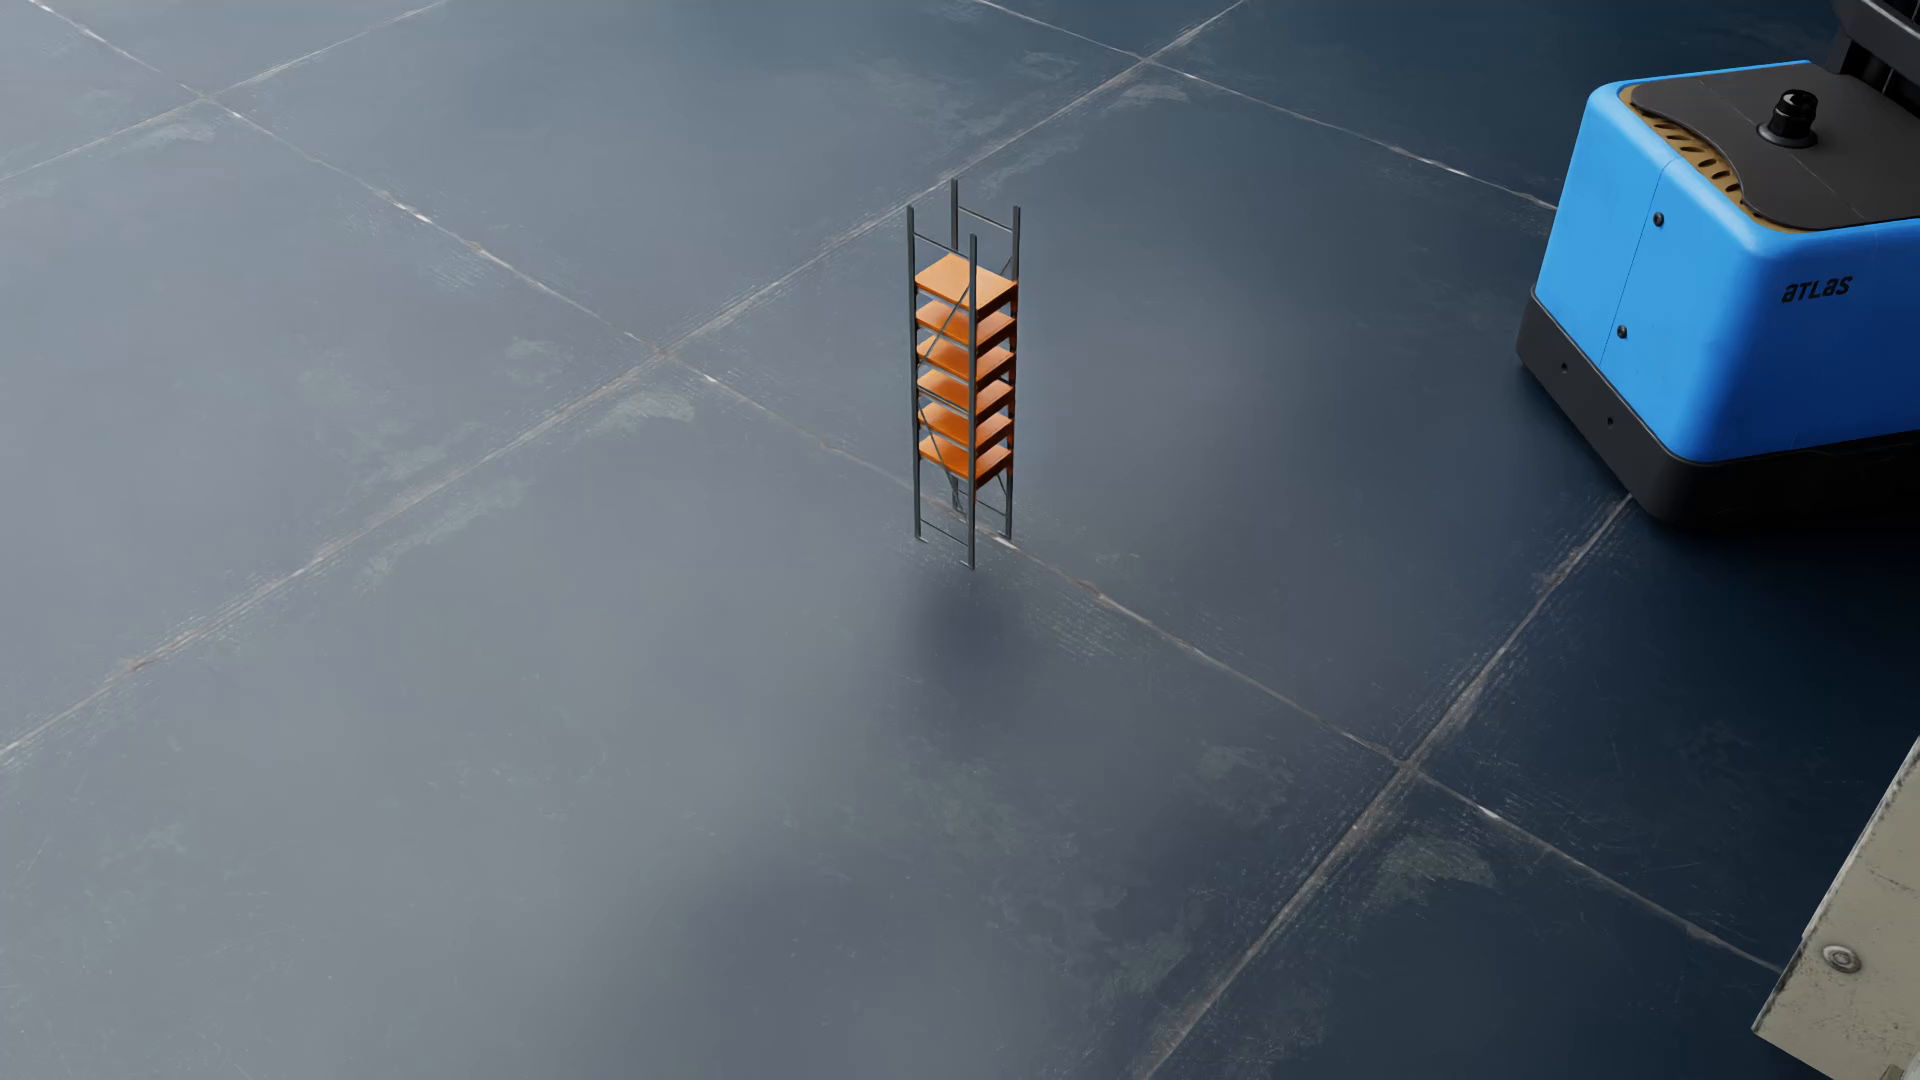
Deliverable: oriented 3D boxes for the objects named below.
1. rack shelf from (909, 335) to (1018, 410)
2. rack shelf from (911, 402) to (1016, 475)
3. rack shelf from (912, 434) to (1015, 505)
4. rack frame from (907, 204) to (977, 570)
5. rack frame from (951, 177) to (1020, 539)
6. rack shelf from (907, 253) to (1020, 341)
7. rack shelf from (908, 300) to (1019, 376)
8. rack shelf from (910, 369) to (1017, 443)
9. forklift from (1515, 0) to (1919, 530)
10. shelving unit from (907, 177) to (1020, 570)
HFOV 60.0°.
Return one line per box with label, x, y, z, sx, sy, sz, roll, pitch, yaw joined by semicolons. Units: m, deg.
rack shelf;0.009;-0.507;4.804;0.258;0.103;0.180;29;50;28
rack shelf;0.009;-0.330;4.965;0.258;0.103;0.180;29;50;28
rack shelf;0.009;-0.241;5.046;0.258;0.103;0.180;29;50;28
rack frame;-0.050;-0.404;4.803;0.240;1.200;0.006;29;50;28
rack frame;0.068;-0.499;4.906;0.240;1.200;0.006;29;50;28
rack shelf;0.009;-0.685;4.642;0.258;0.103;0.180;29;50;28
rack shelf;0.009;-0.596;4.723;0.258;0.103;0.180;29;50;28
rack shelf;0.009;-0.419;4.884;0.258;0.103;0.180;29;50;28
forklift;3.536;-1.637;4.872;3.031;2.935;1.130;-9;43;-10
shelving unit;0.009;-0.451;4.855;0.258;1.200;0.189;29;50;28
